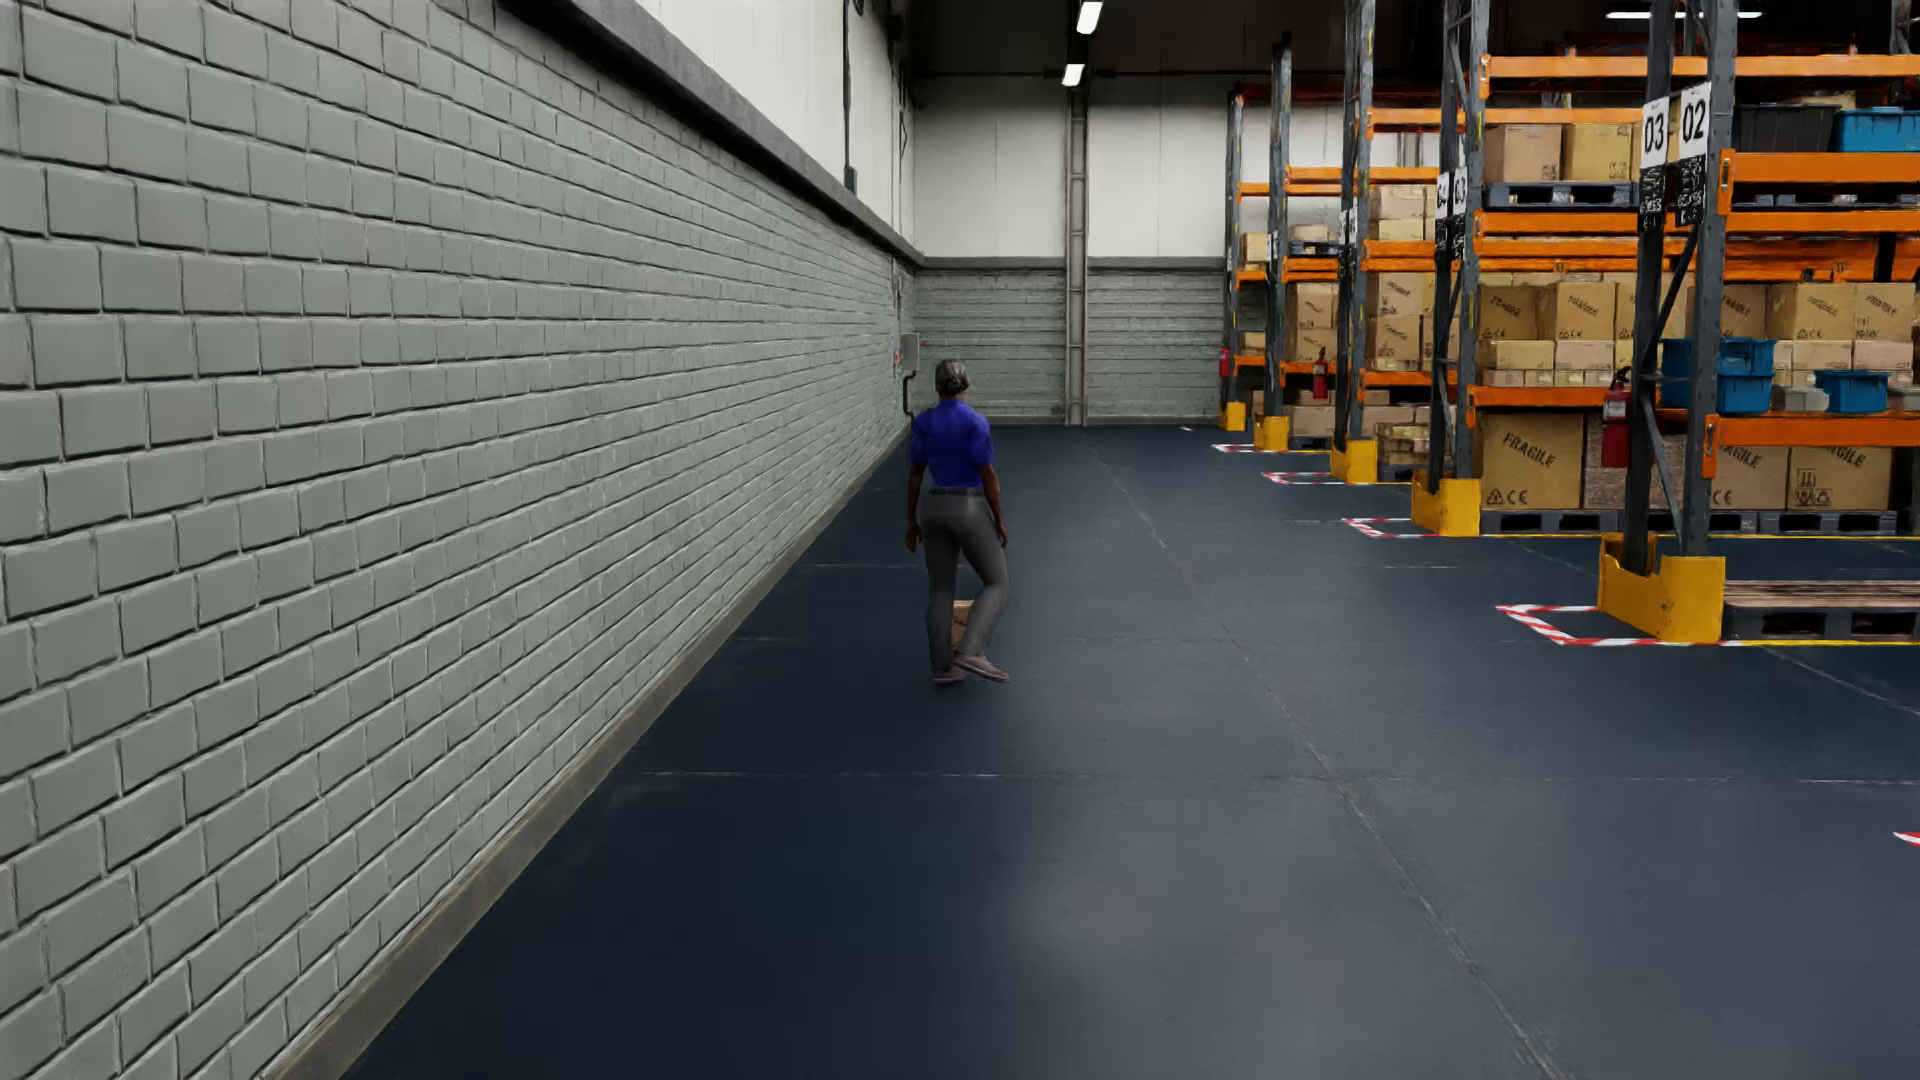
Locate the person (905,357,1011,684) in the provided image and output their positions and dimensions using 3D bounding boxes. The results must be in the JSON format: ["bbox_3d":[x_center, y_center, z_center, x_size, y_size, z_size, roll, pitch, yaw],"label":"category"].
[{"bbox_3d":[0.008,-0.082,8.384,0.637,1.638,0.433,4,8,30],"label":"person"}]
